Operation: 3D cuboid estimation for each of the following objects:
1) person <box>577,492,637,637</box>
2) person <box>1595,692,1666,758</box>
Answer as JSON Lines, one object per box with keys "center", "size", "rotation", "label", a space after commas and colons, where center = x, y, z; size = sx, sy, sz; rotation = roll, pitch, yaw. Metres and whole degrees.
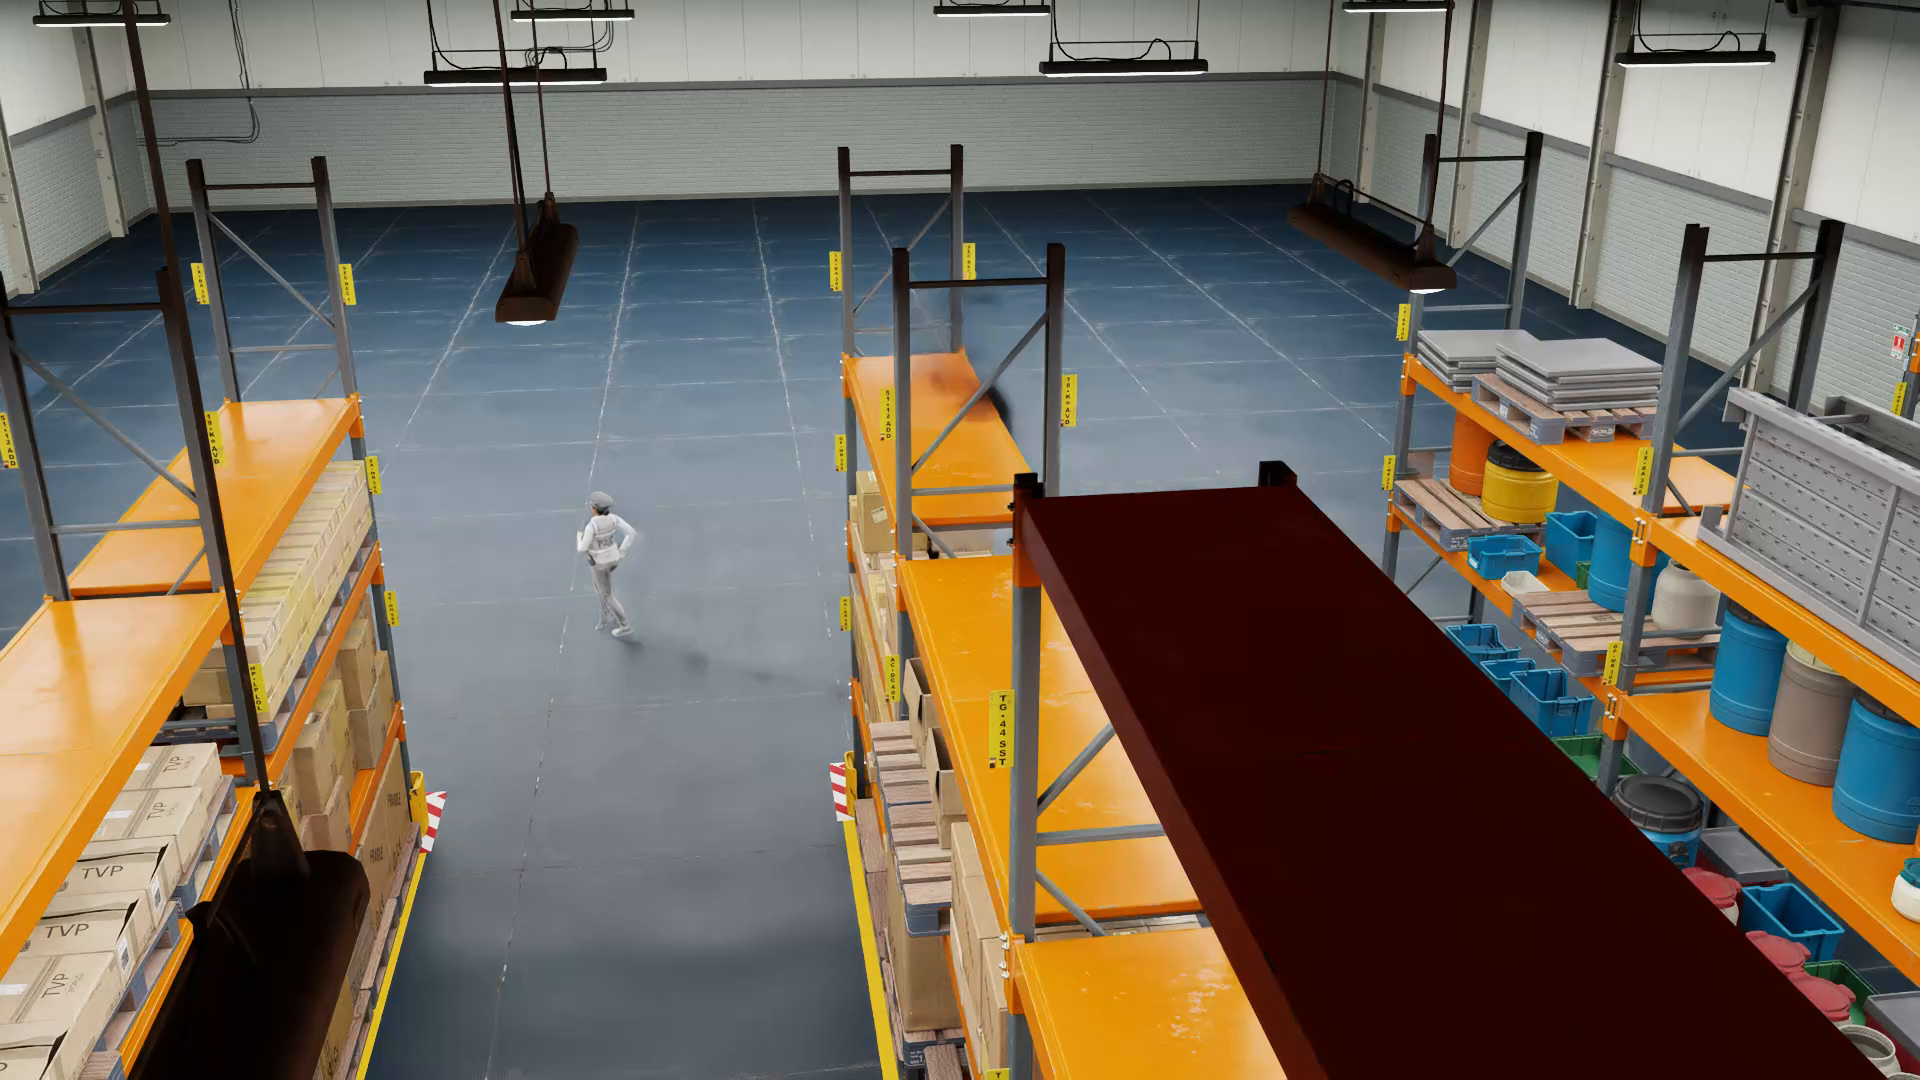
{"center": [-3.973, 0.292, 18.617], "size": [0.743, 1.750, 0.584], "rotation": [12, 25, 28], "label": "person"}
{"center": [6.197, 1.574, 15.305], "size": [0.664, 1.733, 0.654], "rotation": [-7, 23, -18], "label": "person"}
